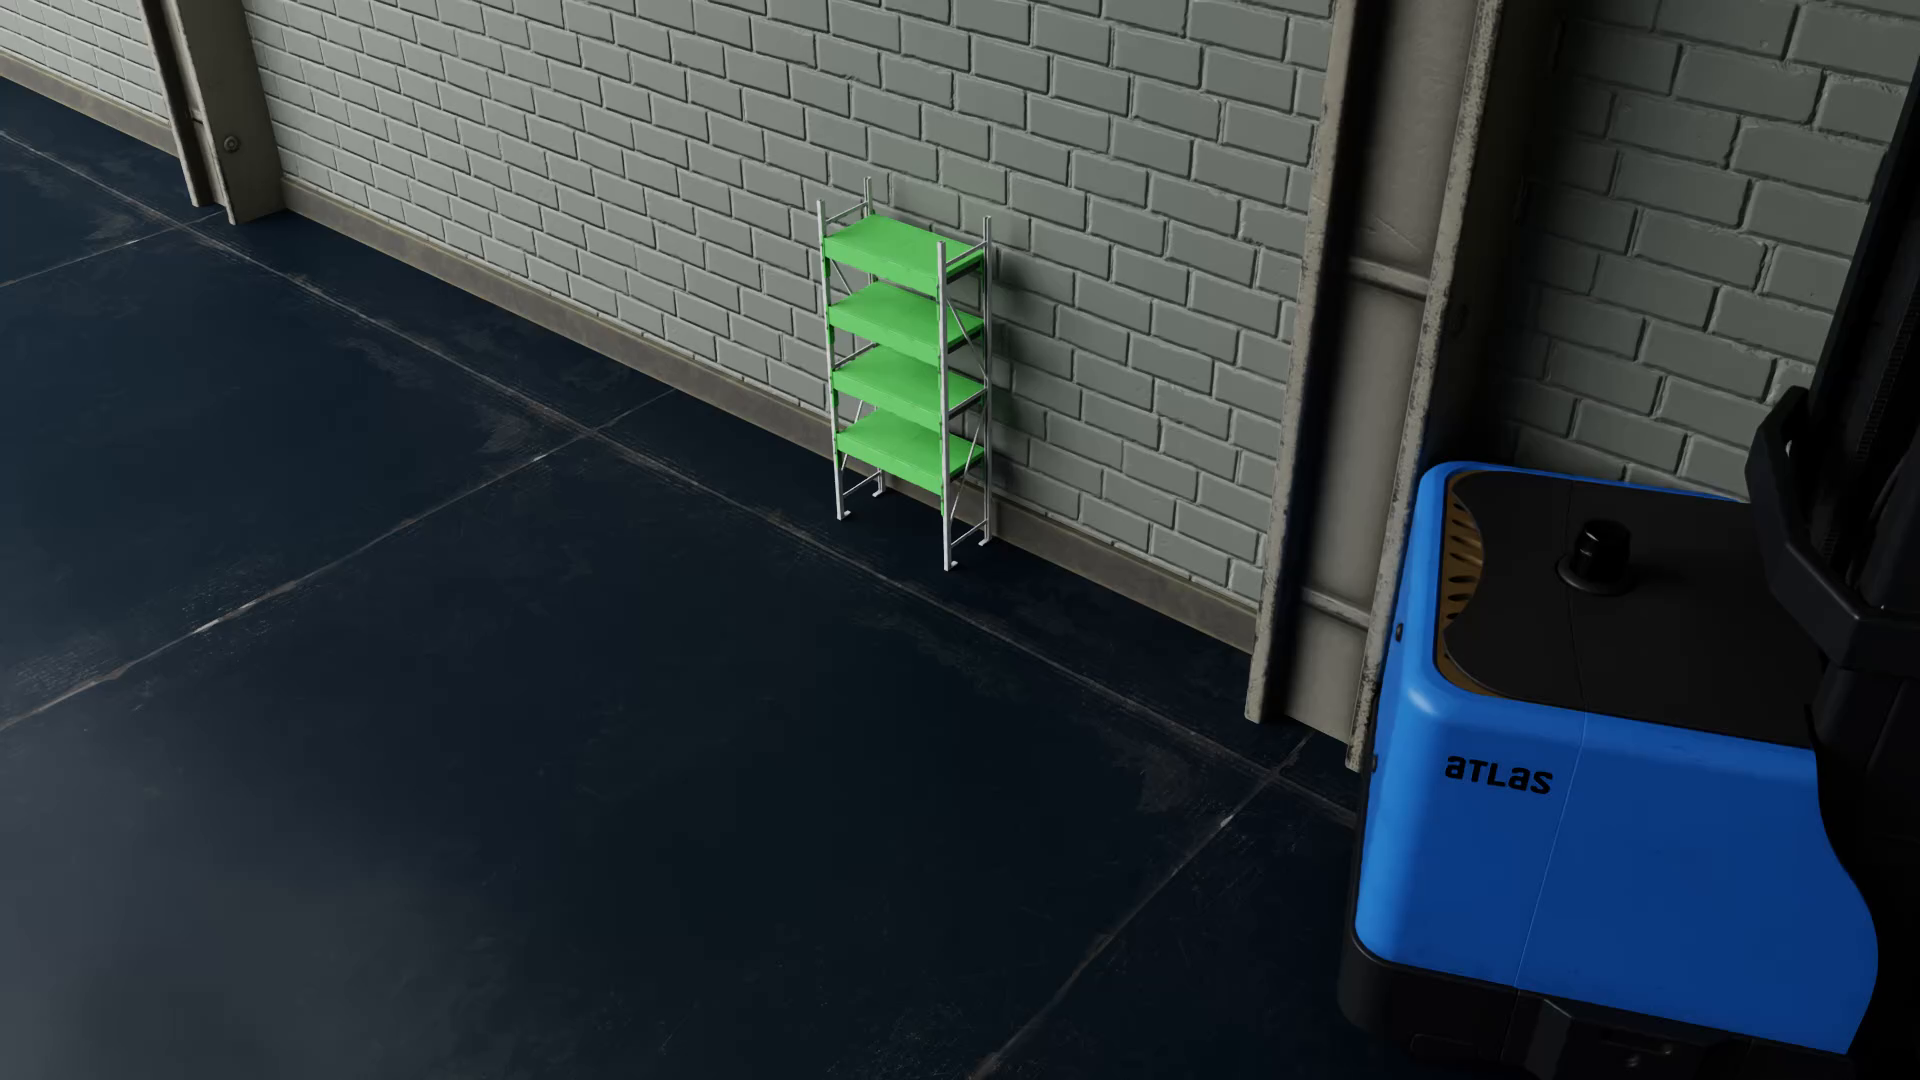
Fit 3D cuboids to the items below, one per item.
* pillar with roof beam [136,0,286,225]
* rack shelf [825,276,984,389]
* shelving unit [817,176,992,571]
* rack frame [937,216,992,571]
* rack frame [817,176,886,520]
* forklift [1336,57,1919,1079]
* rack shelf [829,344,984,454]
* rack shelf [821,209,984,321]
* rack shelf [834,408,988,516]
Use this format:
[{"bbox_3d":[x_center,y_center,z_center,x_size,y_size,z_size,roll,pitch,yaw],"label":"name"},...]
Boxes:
[{"bbox_3d":[-6.266,-3.476,2.863,0.400,9.000,9.100,25,42,32],"label":"pillar with roof beam"},{"bbox_3d":[-0.169,-0.672,5.354,0.480,0.148,0.258,25,43,31],"label":"rack shelf"},{"bbox_3d":[-0.167,-0.529,5.455,0.503,1.200,0.258,25,43,31],"label":"shelving unit"},{"bbox_3d":[0.022,-0.441,5.328,0.015,1.200,0.240,25,43,31],"label":"rack frame"},{"bbox_3d":[-0.356,-0.616,5.583,0.015,1.200,0.240,25,43,31],"label":"rack frame"},{"bbox_3d":[2.483,-0.051,3.236,3.031,2.935,1.130,9,35,13],"label":"forklift"},{"bbox_3d":[-0.167,-0.476,5.492,0.480,0.148,0.258,25,43,31],"label":"rack shelf"},{"bbox_3d":[-0.172,-0.868,5.215,0.480,0.148,0.258,25,43,31],"label":"rack shelf"},{"bbox_3d":[-0.164,-0.281,5.631,0.480,0.148,0.258,25,43,31],"label":"rack shelf"}]
